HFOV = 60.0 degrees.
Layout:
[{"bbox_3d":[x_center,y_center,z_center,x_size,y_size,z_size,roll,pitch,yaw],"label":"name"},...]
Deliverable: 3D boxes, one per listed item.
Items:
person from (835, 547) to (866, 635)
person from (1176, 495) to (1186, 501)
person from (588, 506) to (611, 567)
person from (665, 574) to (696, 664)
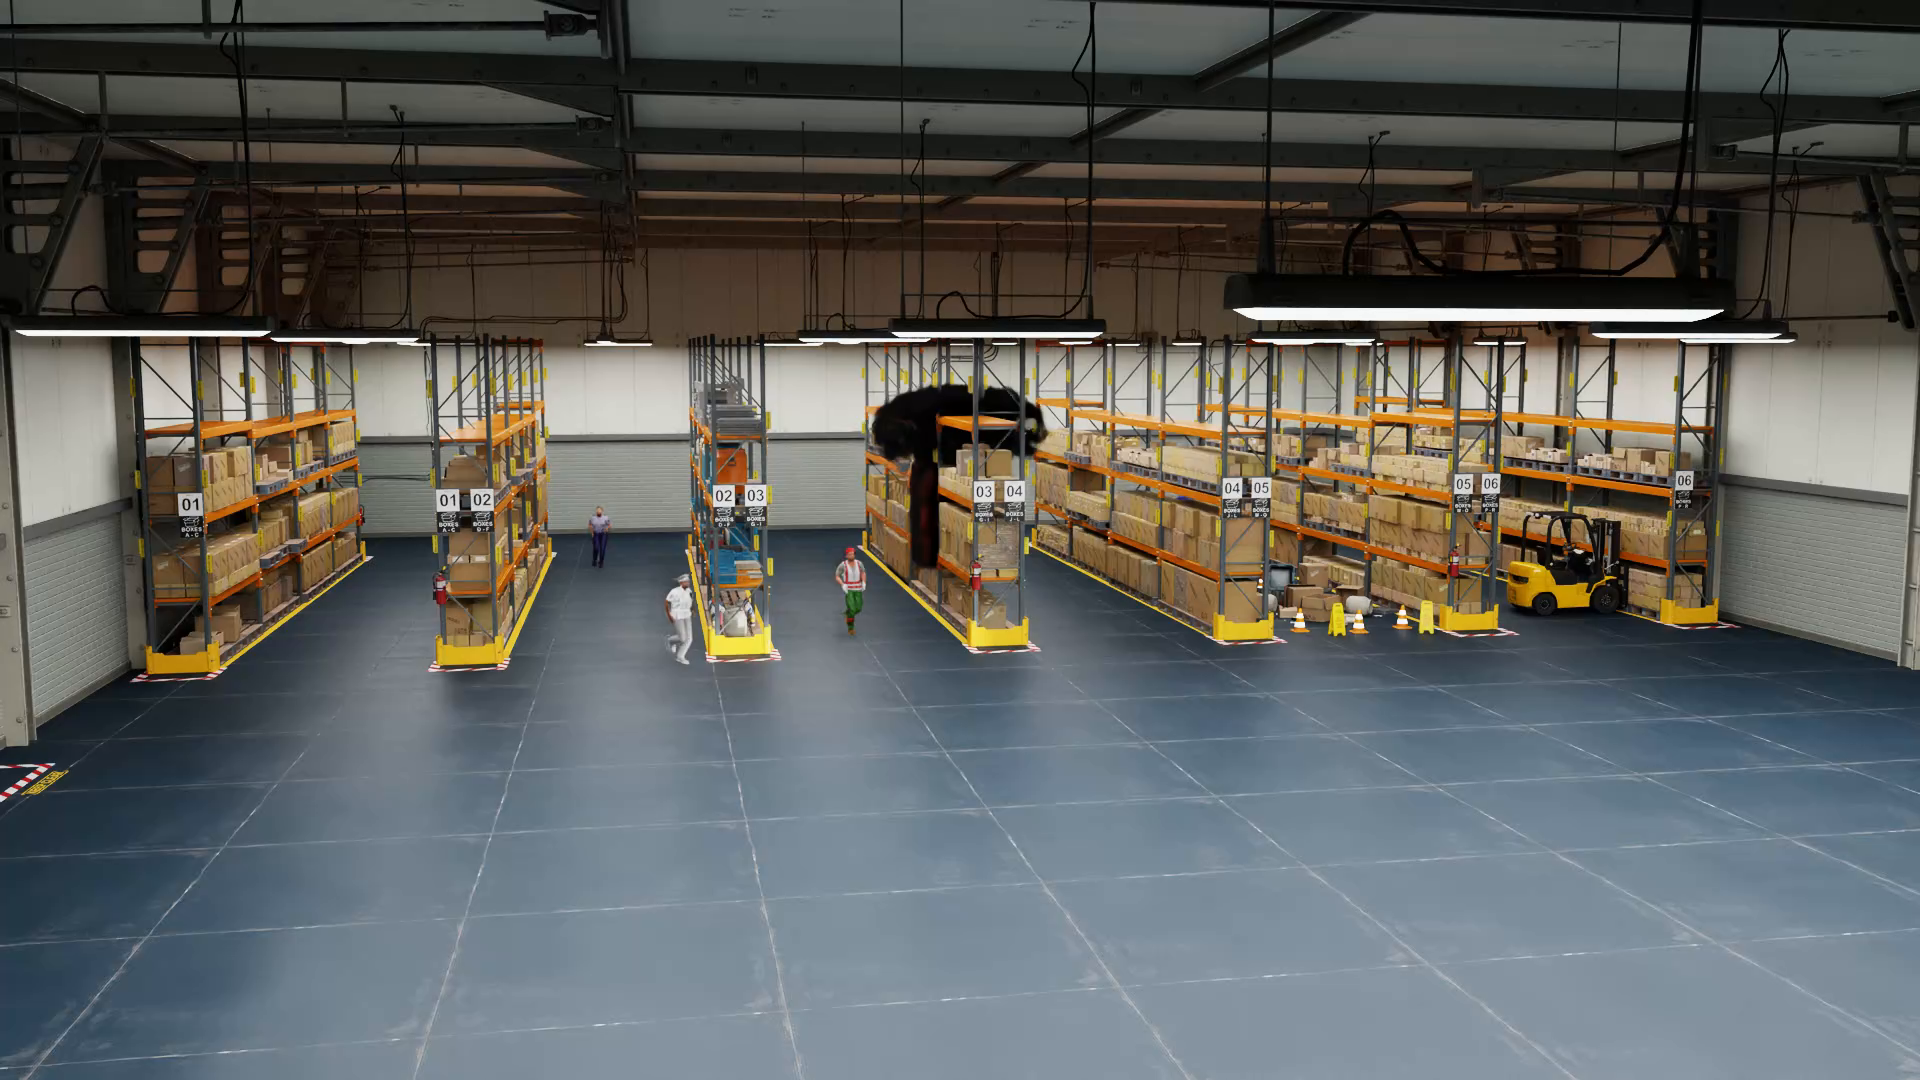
[{"bbox_3d":[-2.214,1.012,33.655,0.655,1.764,0.678,-3,7,-24],"label":"person"},{"bbox_3d":[6.716,-0.897,50.757,0.660,1.609,0.553,-2,7,-18],"label":"person"},{"bbox_3d":[-9.433,-0.073,43.602,0.587,1.613,0.583,-2,7,-13],"label":"person"},{"bbox_3d":[-5.100,1.434,30.425,0.572,1.662,0.594,6,9,43],"label":"person"}]
